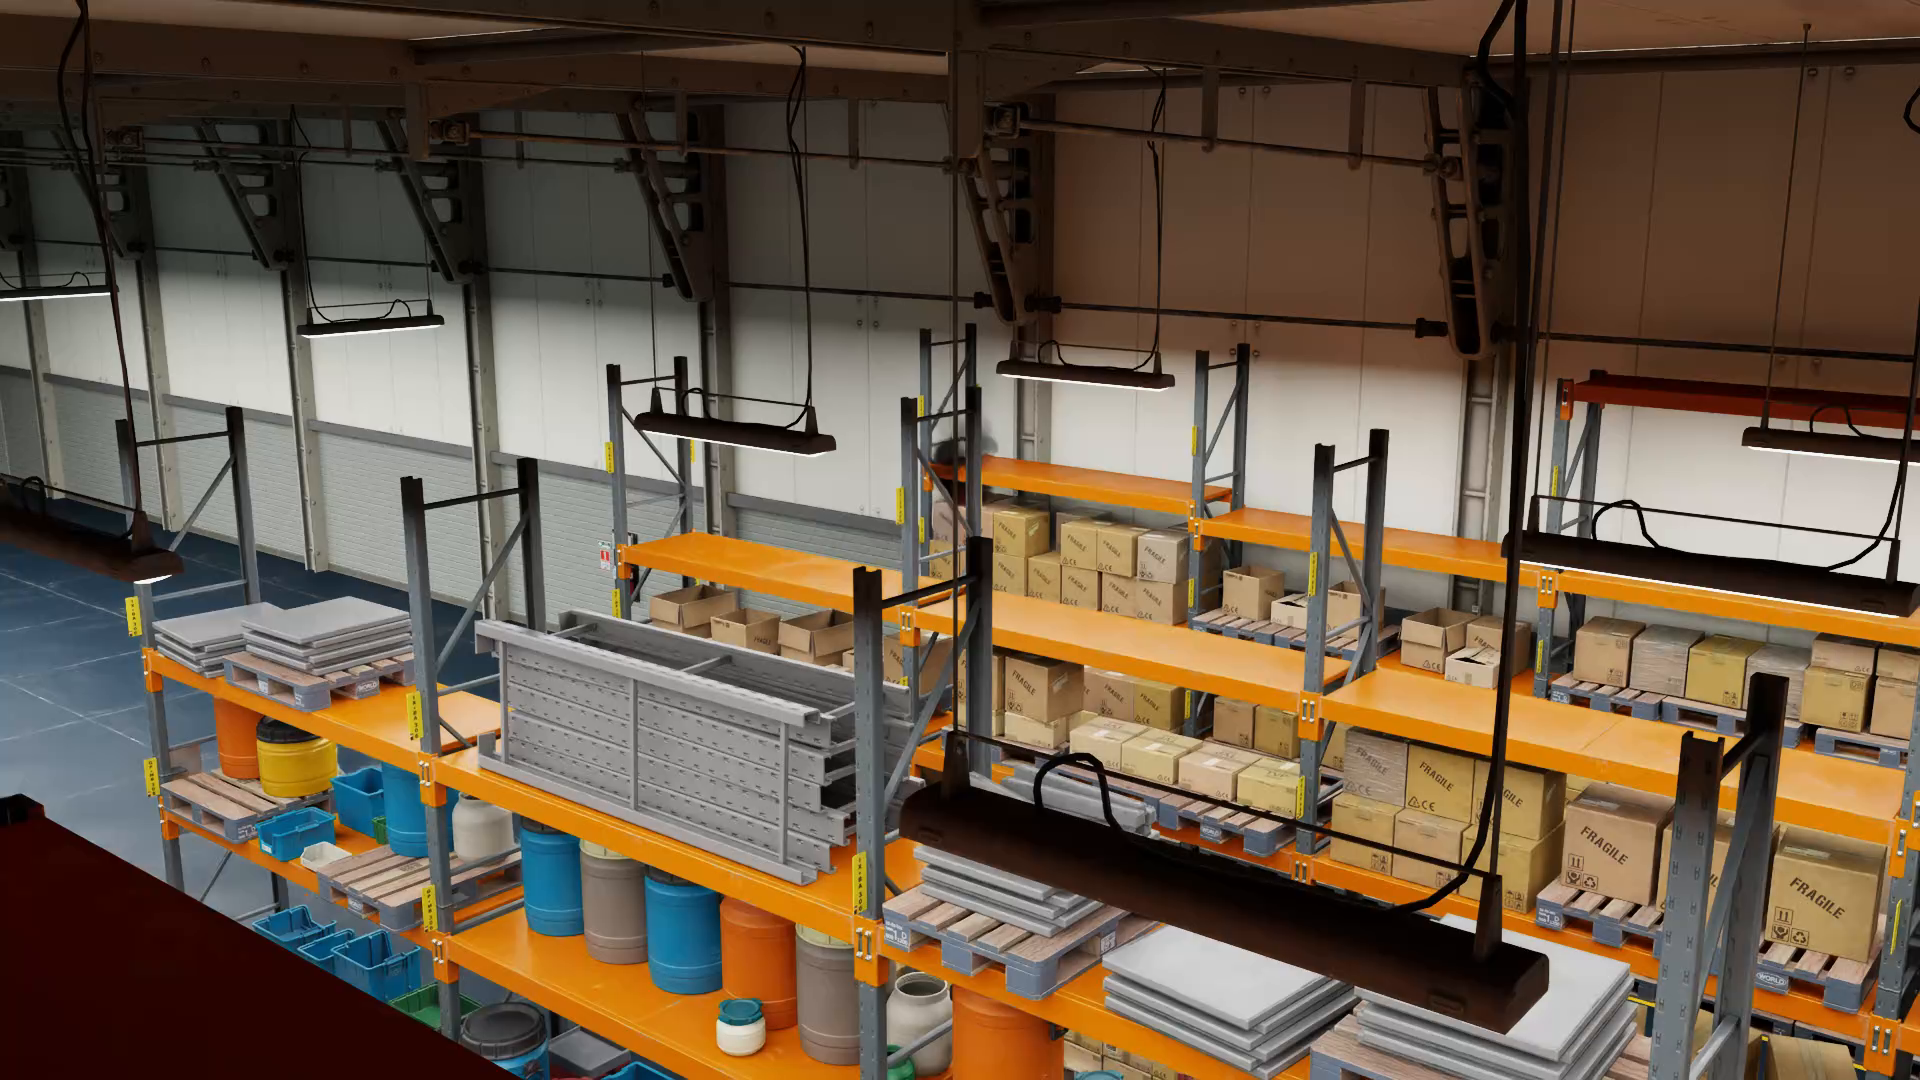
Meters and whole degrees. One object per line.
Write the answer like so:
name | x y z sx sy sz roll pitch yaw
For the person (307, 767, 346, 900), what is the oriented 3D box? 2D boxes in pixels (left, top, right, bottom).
person | -6.991 3.141 18.341 0.778 1.838 0.654 -5 14 -23
